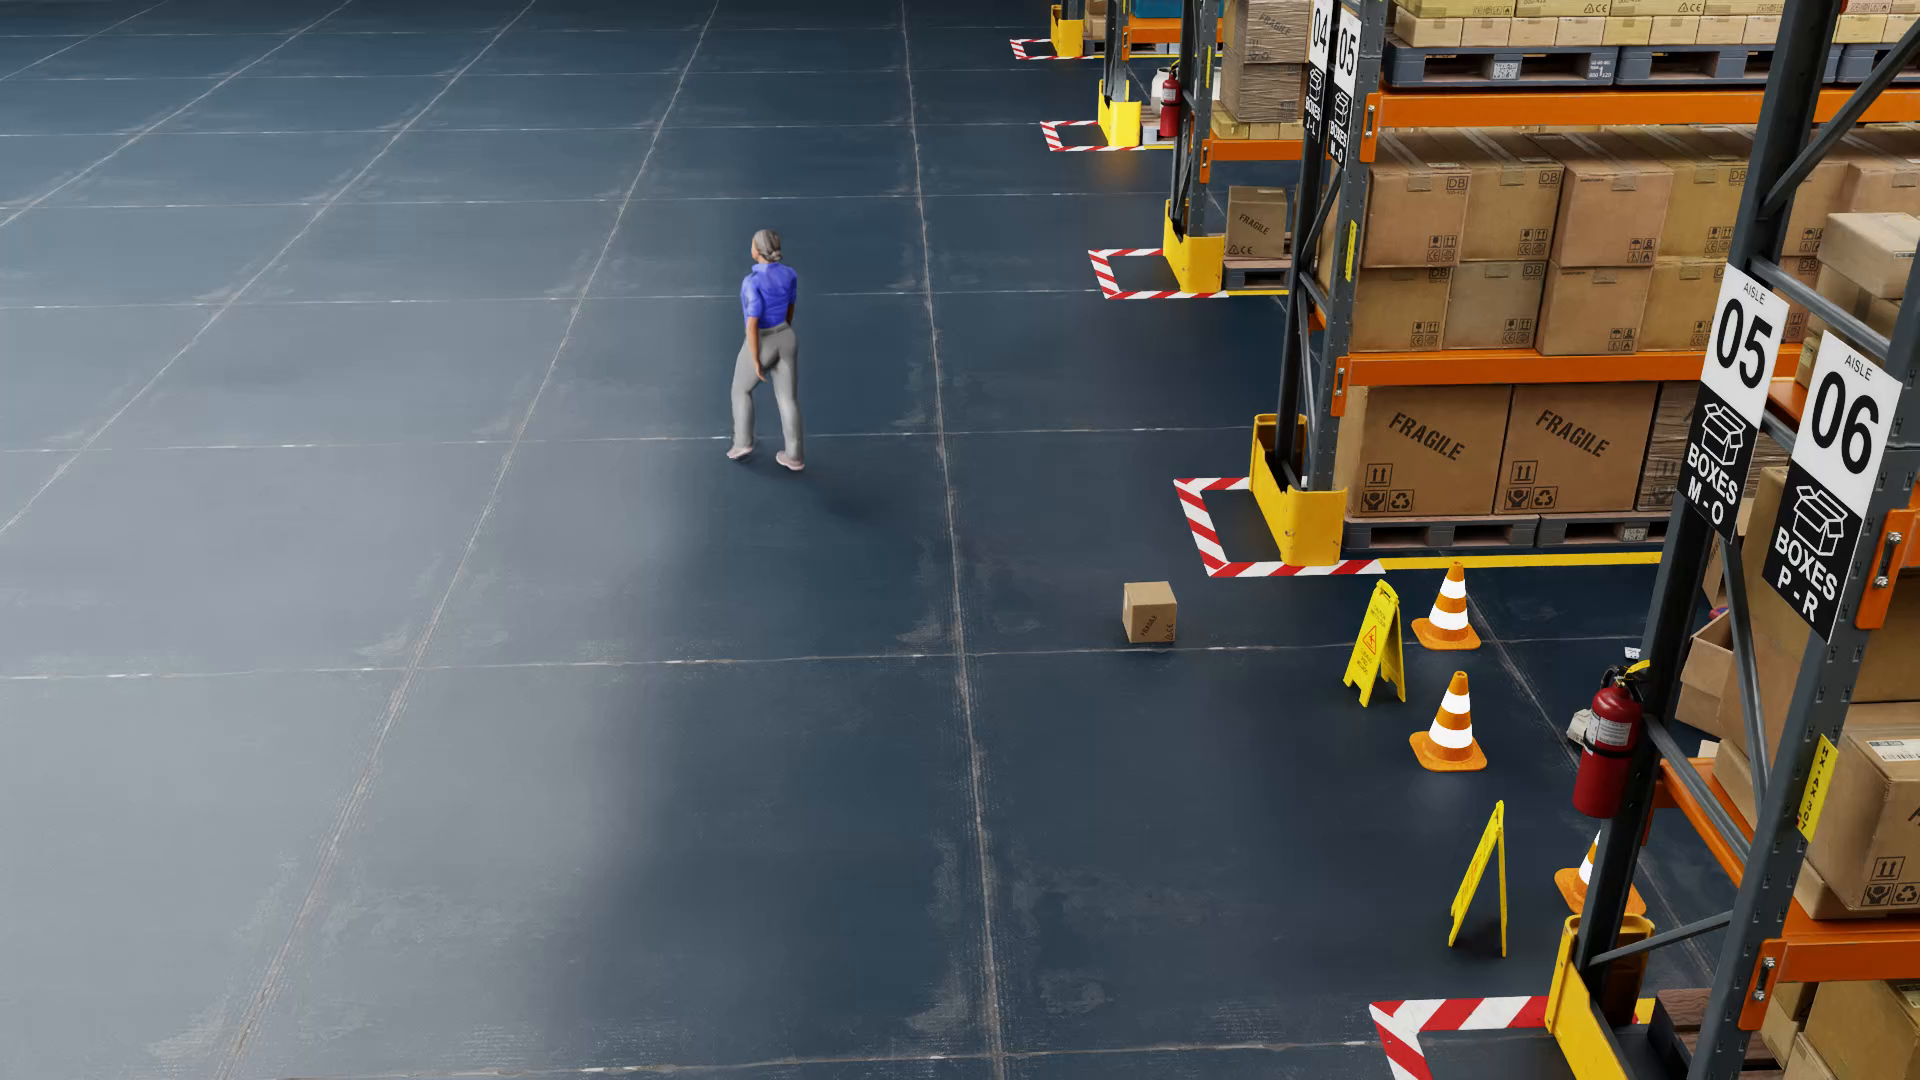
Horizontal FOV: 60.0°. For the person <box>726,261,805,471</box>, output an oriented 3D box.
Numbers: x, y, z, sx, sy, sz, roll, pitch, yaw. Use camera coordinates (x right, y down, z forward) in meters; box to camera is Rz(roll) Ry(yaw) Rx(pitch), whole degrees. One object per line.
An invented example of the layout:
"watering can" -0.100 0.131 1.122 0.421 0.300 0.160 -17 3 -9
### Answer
"person" -1.295 -1.168 11.101 0.437 1.499 0.655 -21 34 -34
